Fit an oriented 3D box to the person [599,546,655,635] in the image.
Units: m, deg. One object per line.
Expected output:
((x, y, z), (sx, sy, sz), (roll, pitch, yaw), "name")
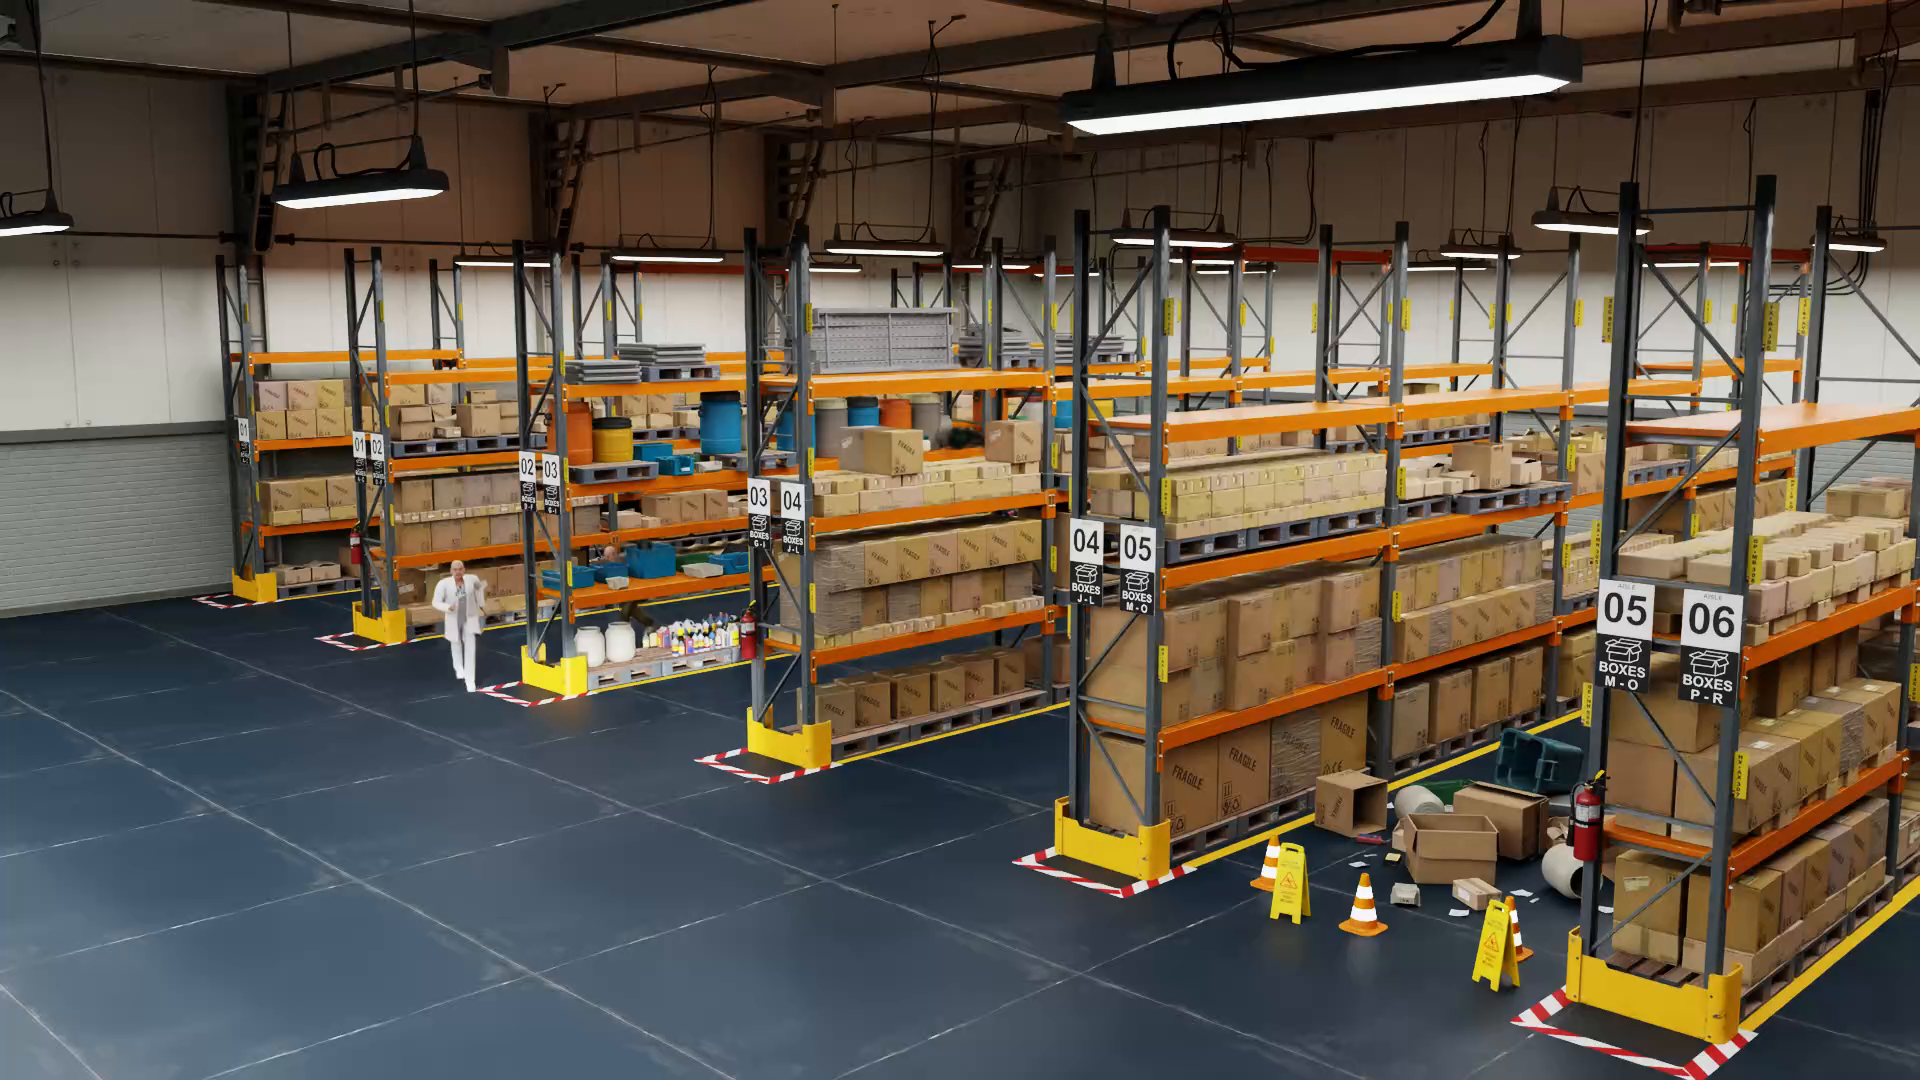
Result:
((-5.077, 0.811, 25.479), (0.708, 1.574, 1.201), (3, 9, 18), "person")

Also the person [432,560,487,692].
((-6.764, 1.124, 22.518), (0.698, 1.745, 1.067), (-2, 8, -17), "person")
